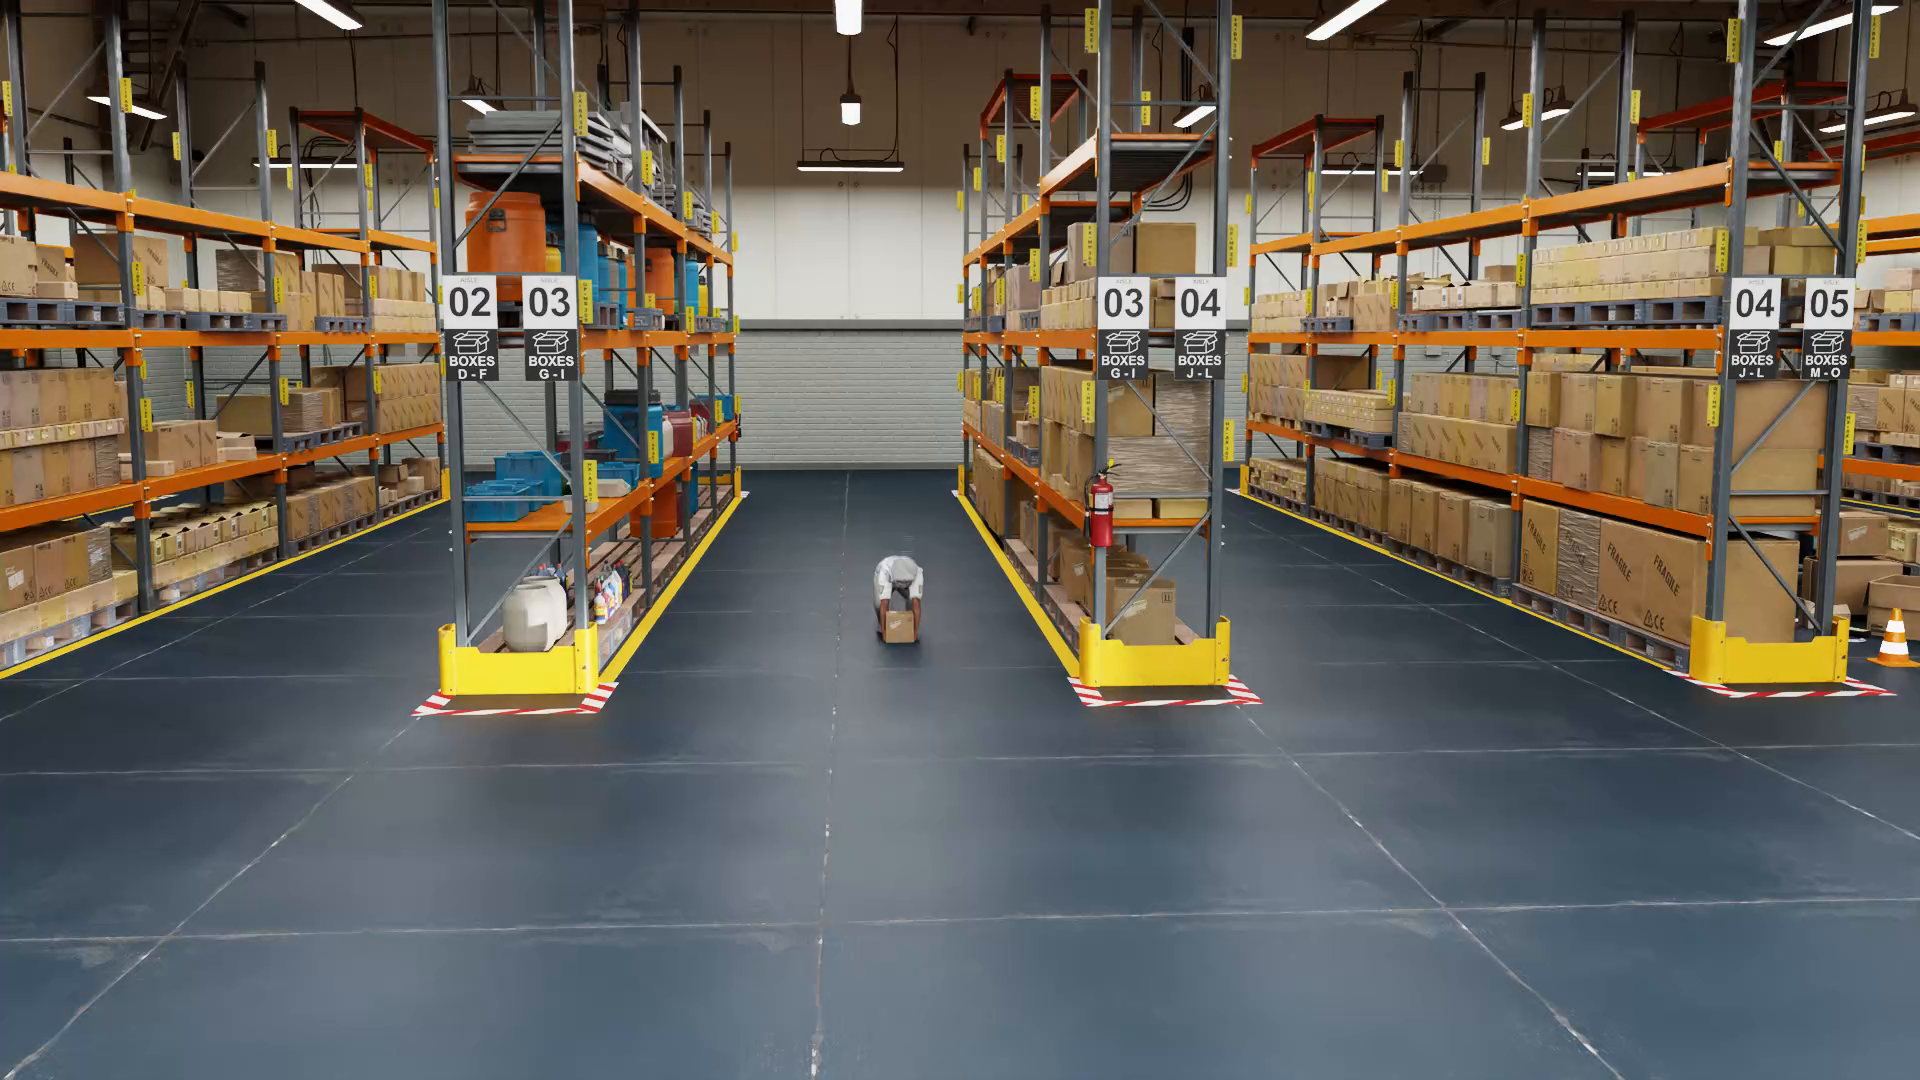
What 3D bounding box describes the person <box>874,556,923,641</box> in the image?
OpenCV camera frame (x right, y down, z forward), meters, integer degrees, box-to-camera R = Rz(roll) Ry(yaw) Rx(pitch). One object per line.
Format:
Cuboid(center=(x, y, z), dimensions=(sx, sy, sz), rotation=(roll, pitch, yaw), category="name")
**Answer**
Cuboid(center=(-0.576, 0.508, 15.396), dimensions=(0.450, 0.772, 0.920), rotation=(-1, 7, -5), category="person")
